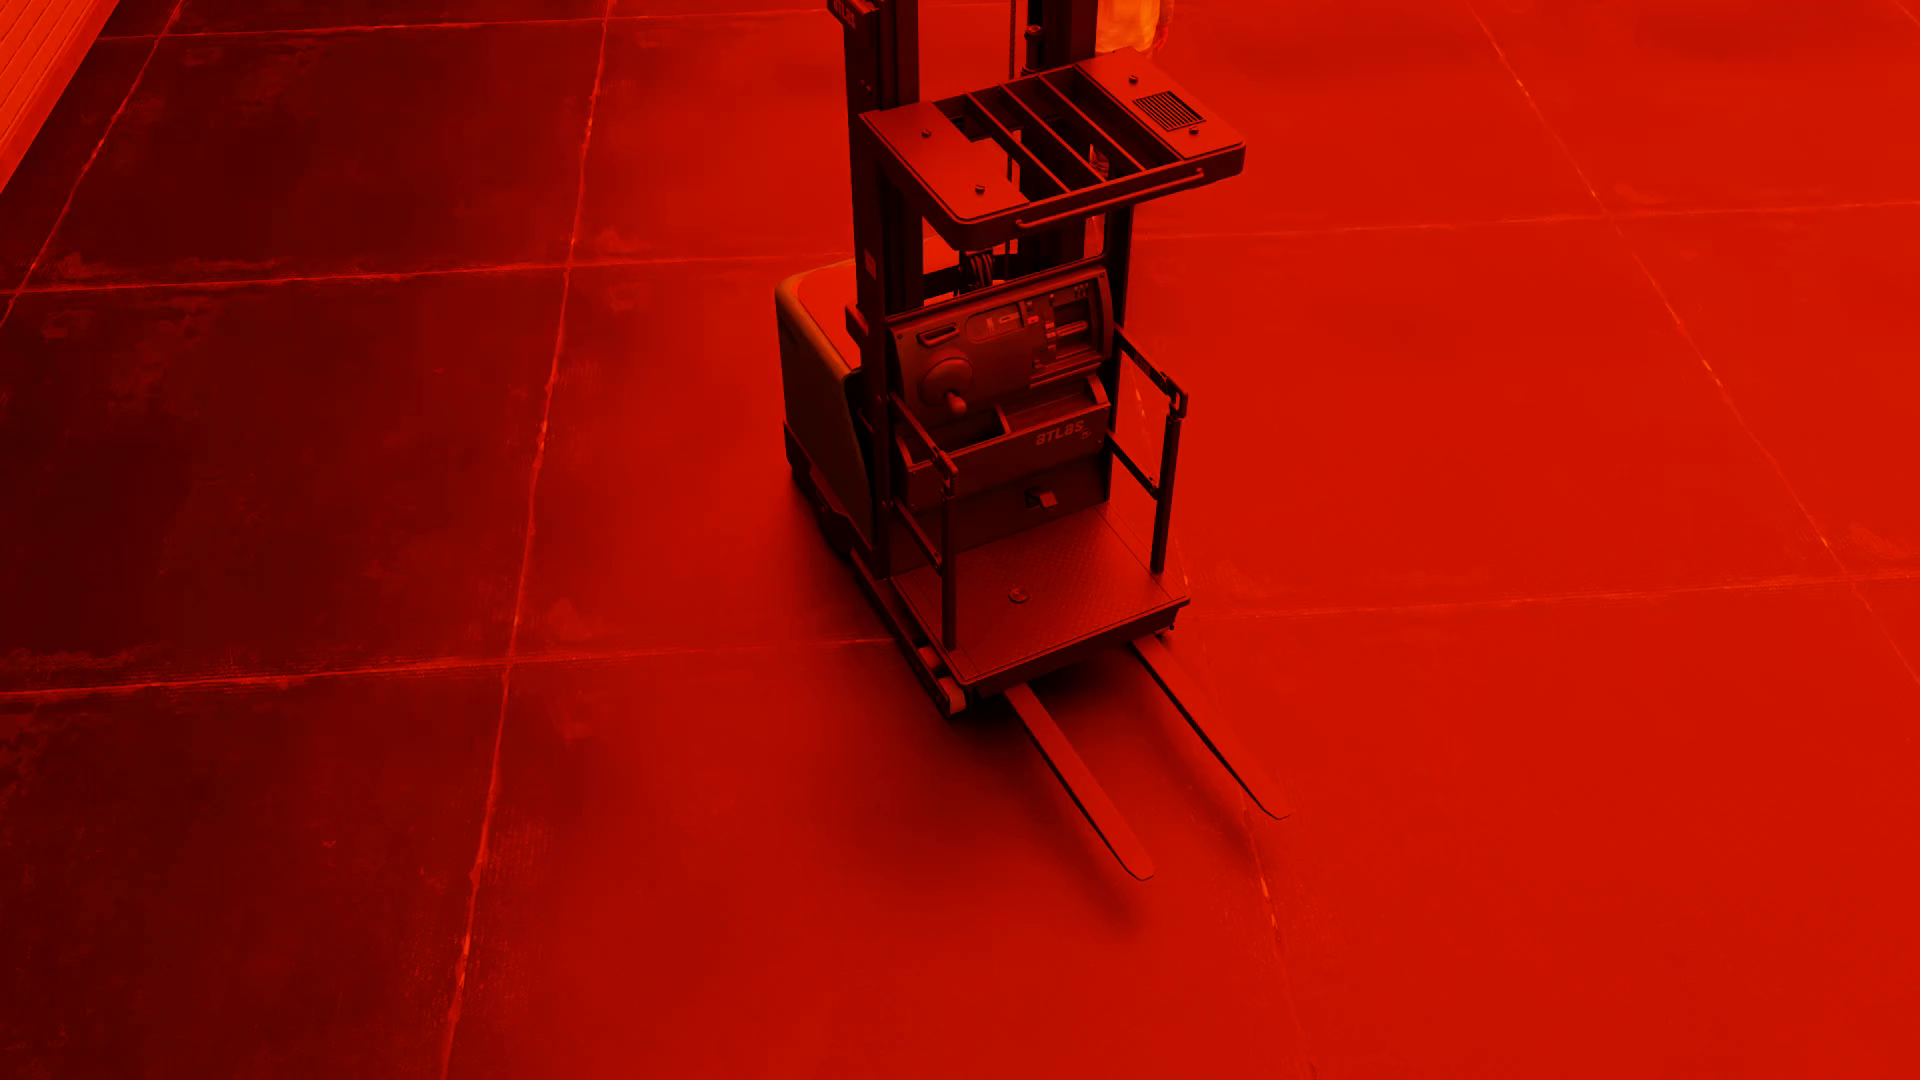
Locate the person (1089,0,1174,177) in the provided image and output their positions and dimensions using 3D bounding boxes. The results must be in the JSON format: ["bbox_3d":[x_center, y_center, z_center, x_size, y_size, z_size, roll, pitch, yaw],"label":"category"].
[{"bbox_3d":[0.883,-2.903,9.470,0.634,1.775,0.566,-5,44,-6],"label":"person"}]

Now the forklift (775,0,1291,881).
[{"bbox_3d":[0.276,-0.684,6.325,1.130,2.935,3.031,-19,47,-19],"label":"forklift"}]
